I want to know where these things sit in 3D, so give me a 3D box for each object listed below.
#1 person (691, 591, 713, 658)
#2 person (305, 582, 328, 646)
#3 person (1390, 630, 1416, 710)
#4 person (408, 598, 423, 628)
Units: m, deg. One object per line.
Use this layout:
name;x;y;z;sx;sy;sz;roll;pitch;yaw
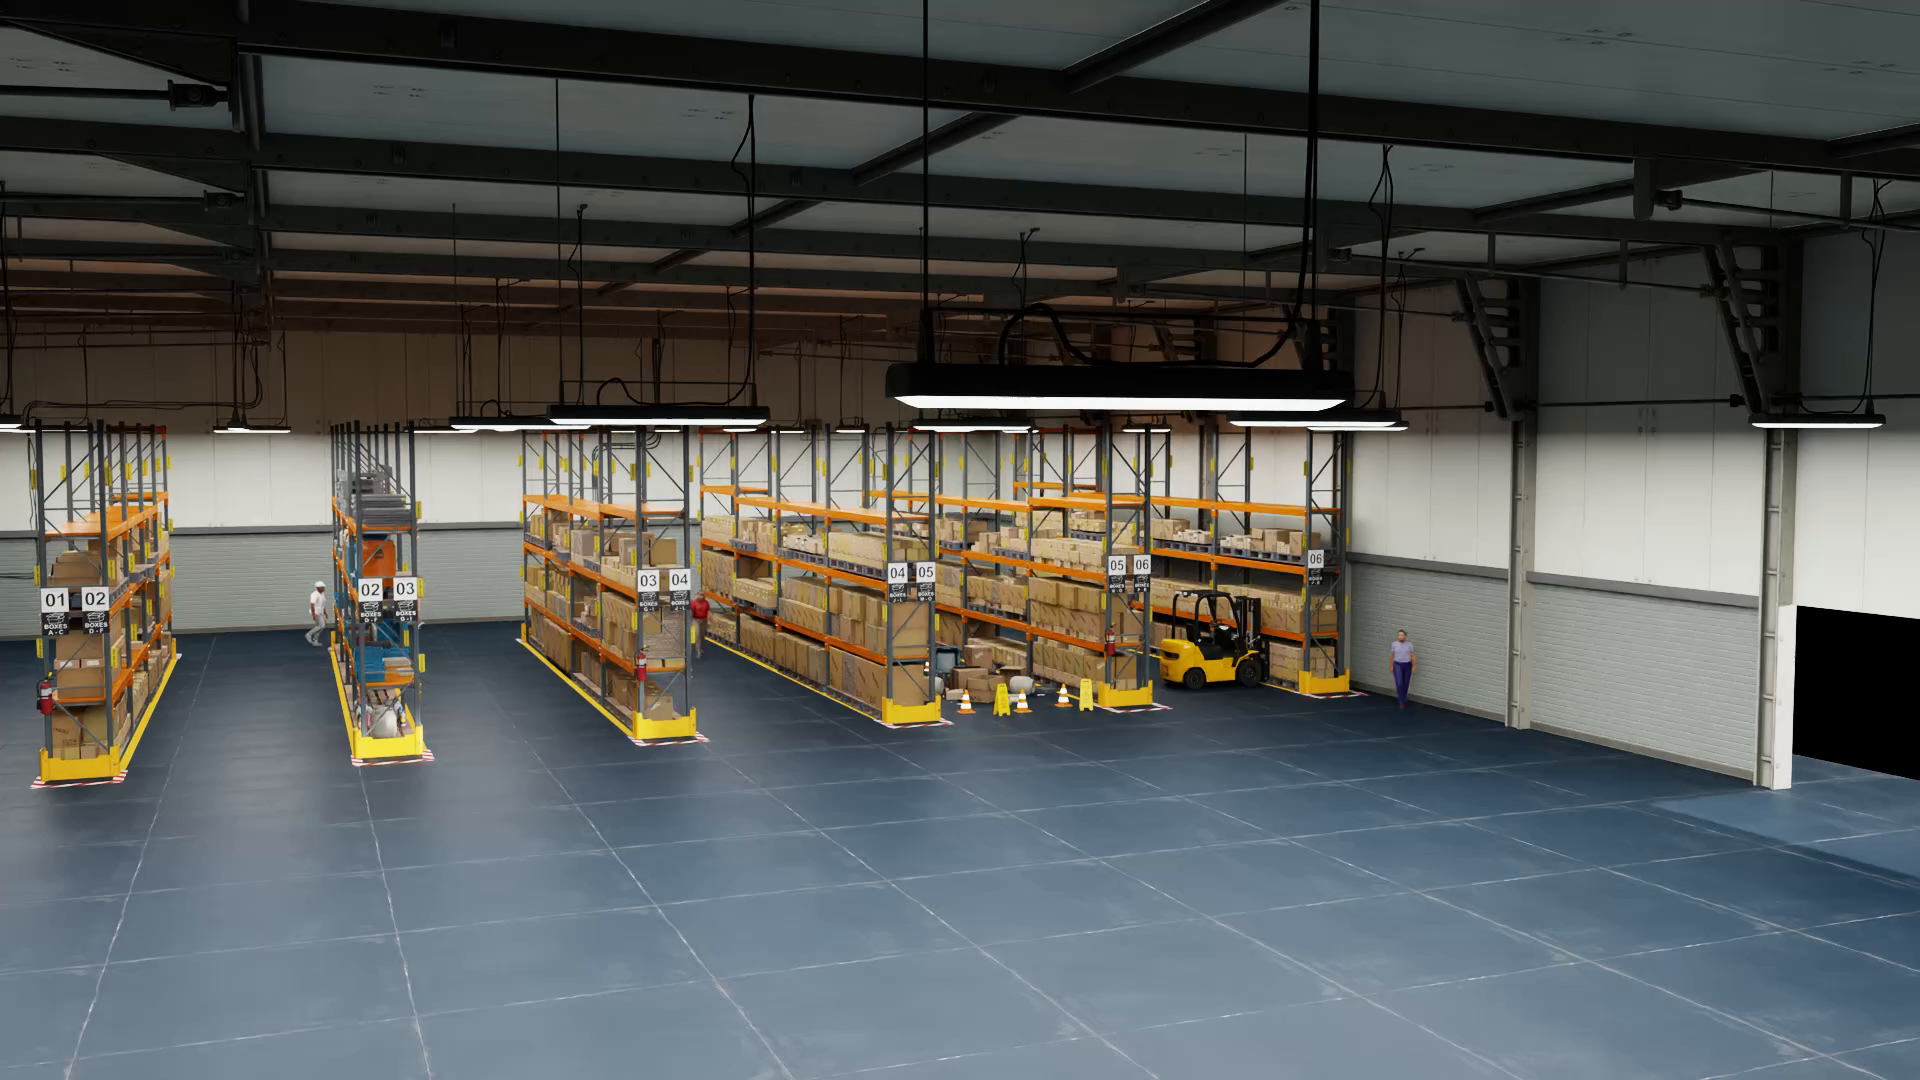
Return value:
person;-6.756;2.162;43.309;0.612;1.691;1.005;-2;4;-23
person;-17.558;2.009;45.344;0.566;1.748;0.635;0;4;-8
person;9.356;2.737;35.101;0.493;1.690;0.649;0;4;2
person;-16.127;1.861;48.779;0.495;1.623;0.955;2;4;32
